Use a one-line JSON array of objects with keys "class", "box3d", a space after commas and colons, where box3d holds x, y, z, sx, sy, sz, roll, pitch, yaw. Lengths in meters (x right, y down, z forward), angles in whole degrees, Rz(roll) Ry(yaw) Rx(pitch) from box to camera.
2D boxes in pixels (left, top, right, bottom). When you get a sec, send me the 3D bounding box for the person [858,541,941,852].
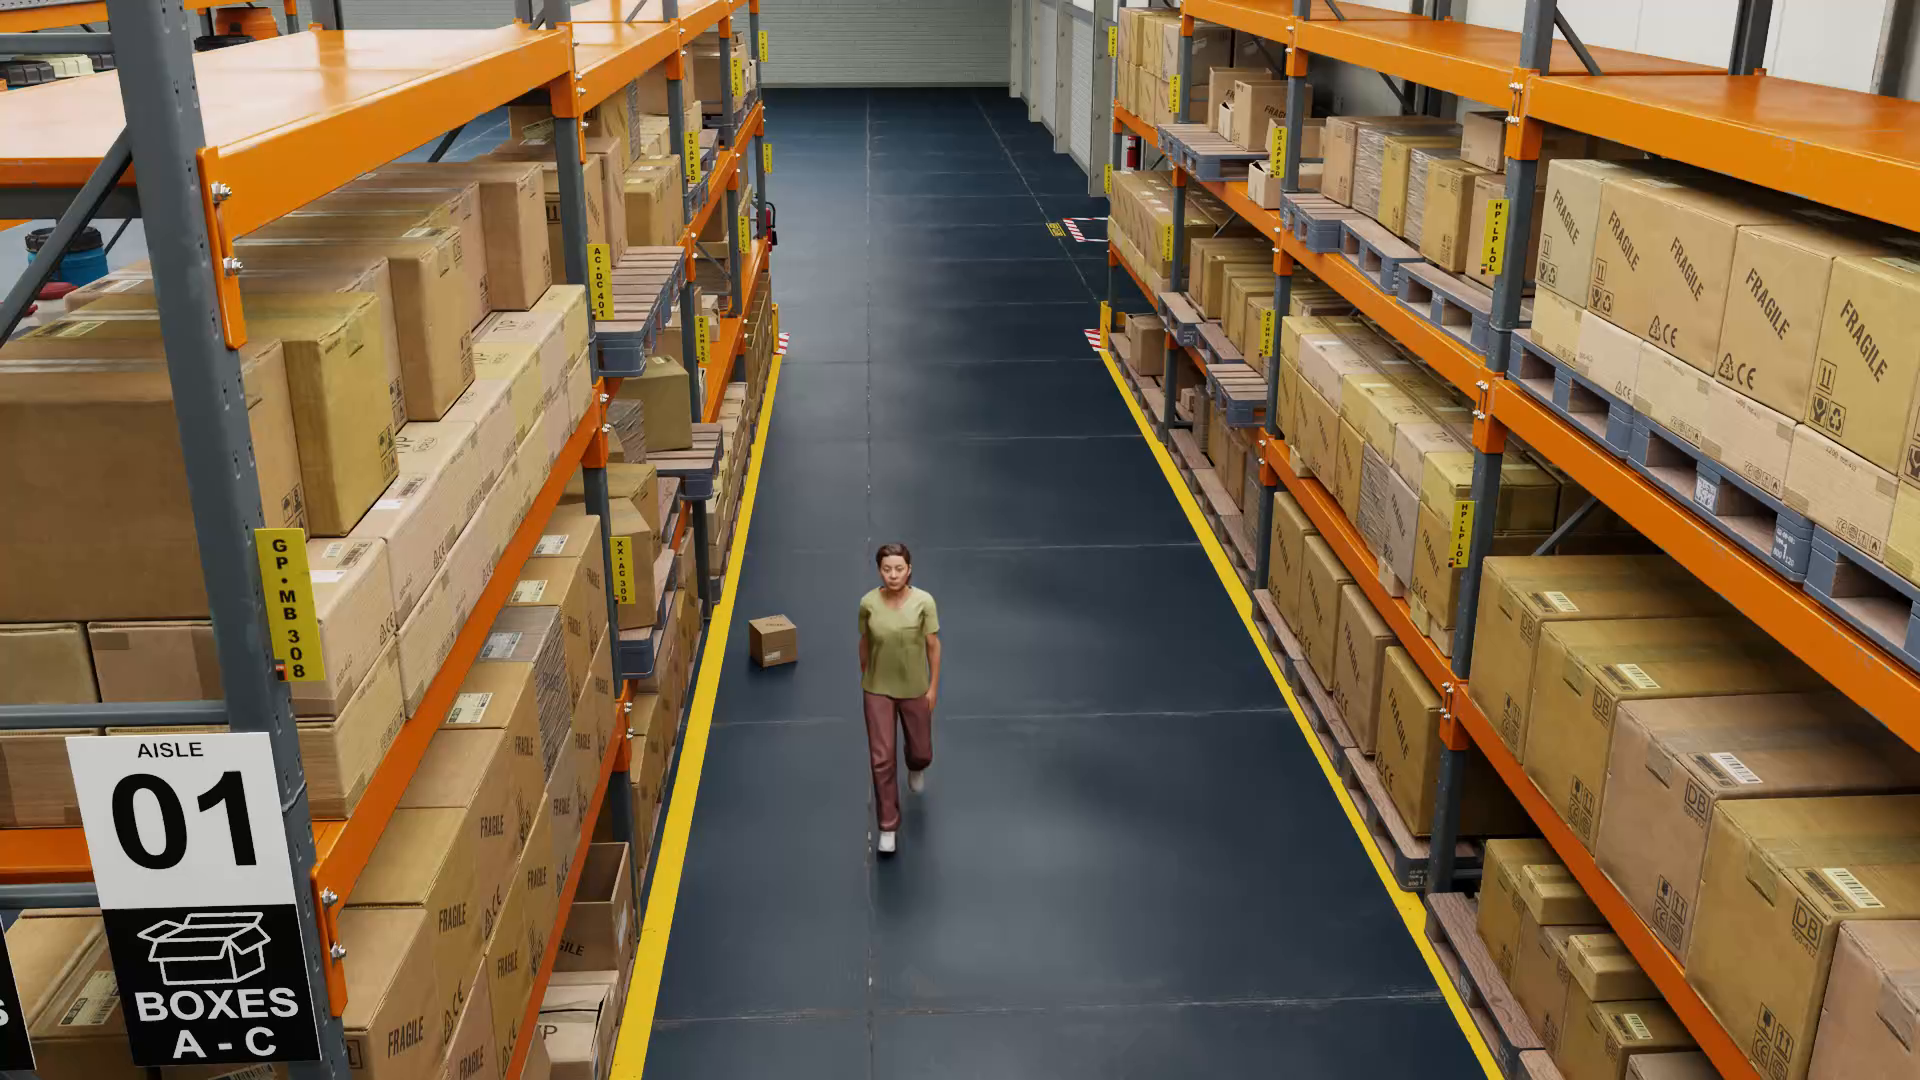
[{"class": "person", "box3d": [-0.325, 0.786, 8.954, 0.446, 1.642, 0.798, 0, 20, 0]}]
